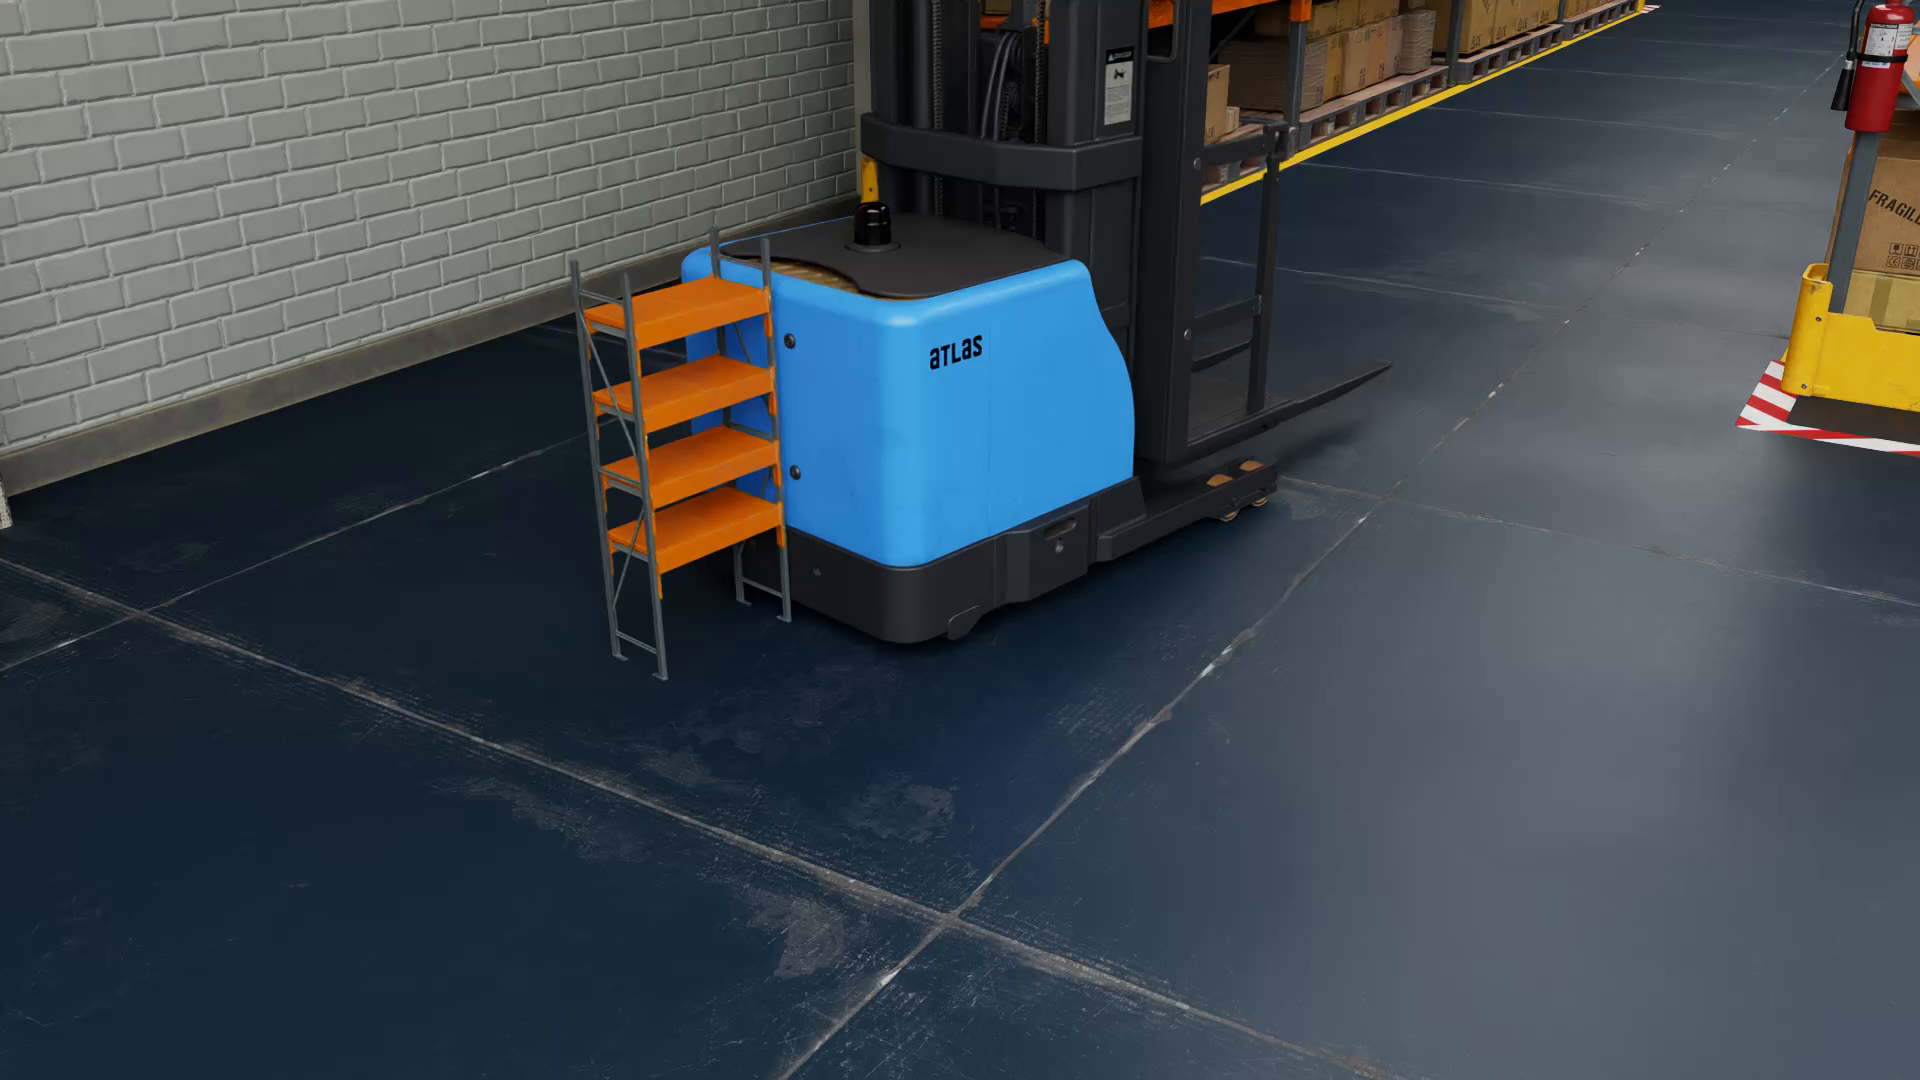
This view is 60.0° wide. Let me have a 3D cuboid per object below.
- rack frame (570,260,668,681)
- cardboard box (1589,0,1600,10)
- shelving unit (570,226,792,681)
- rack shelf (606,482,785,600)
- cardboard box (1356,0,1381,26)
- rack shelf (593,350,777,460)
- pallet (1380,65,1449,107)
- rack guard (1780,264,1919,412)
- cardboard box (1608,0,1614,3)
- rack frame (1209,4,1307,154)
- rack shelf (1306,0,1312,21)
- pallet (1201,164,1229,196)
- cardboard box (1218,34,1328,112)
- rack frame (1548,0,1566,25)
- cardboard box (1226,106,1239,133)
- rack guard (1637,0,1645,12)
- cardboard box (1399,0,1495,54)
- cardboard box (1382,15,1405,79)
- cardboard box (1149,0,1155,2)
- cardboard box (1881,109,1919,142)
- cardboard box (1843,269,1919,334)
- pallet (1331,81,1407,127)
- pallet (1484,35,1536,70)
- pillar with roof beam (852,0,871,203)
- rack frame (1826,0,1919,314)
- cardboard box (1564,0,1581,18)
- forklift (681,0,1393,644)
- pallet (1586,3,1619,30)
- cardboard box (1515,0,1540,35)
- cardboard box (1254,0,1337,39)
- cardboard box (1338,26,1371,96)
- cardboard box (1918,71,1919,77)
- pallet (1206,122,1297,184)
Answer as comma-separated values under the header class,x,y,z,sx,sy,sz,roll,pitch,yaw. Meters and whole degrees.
class,x,y,z,sx,sy,sz,roll,pitch,yaw
rack frame,-0.947,-0.172,4.638,0.240,1.200,0.015,20,31,38
cardboard box,7.306,-6.672,20.005,0.700,0.500,0.500,15,27,30
shelving unit,-0.784,-0.249,4.803,0.258,1.200,0.503,20,31,38
rack shelf,-0.781,-0.006,4.912,0.258,0.148,0.480,20,31,38
cardboard box,3.218,-4.495,14.007,0.500,0.250,0.500,14,27,29
rack shelf,-0.786,-0.391,4.739,0.258,0.148,0.480,20,31,38
pallet,3.761,-4.161,15.096,1.003,0.211,1.213,14,27,29
rack guard,4.152,-0.812,6.996,1.175,0.500,0.348,14,27,29
cardboard box,7.846,-7.024,20.817,0.700,0.500,0.500,14,27,29
rack frame,2.064,-4.354,12.032,1.000,3.000,0.127,14,27,29
rack shelf,3.119,-4.699,13.734,1.077,0.370,4.000,14,27,29
pallet,1.097,-2.427,11.090,1.003,0.211,1.213,14,27,29
cardboard box,2.438,-3.661,13.023,0.700,0.500,0.500,15,28,31
rack frame,6.284,-7.054,18.269,1.000,3.000,0.127,14,27,29
cardboard box,1.808,-3.069,12.076,0.380,0.166,0.250,10,25,22
rack guard,8.407,-7.265,21.903,1.175,0.500,0.348,14,27,29
cardboard box,4.674,-5.131,16.004,0.750,0.750,0.750,13,27,28
cardboard box,3.468,-4.356,14.628,0.700,0.500,0.500,14,27,29
cardboard box,1.017,-3.392,9.972,0.500,0.250,0.500,13,27,28
cardboard box,4.710,-1.826,8.181,0.500,0.500,0.500,14,27,29
cardboard box,4.197,-1.141,7.543,0.500,0.250,0.500,14,27,29
pallet,3.116,-3.751,14.149,1.003,0.211,1.213,14,27,29
pallet,5.298,-5.085,17.230,1.003,0.211,1.213,14,27,29
pillar with roof beam,3.246,-5.273,6.602,9.100,9.000,0.400,14,27,29
rack frame,4.165,-1.967,6.519,1.000,3.000,0.127,14,27,29
cardboard box,6.766,-6.331,19.216,0.700,0.500,0.500,14,27,30
forklift,0.510,-1.536,5.608,1.130,2.935,3.031,21,31,39
pallet,7.394,-6.428,20.333,1.003,0.211,1.213,14,27,29
cardboard box,5.585,-5.713,17.349,0.750,0.750,0.750,15,27,31
cardboard box,2.668,-4.154,13.219,0.500,0.250,0.500,13,27,28
cardboard box,2.972,-4.009,13.829,0.700,0.500,0.500,14,27,30
cardboard box,4.422,-2.168,6.856,0.700,0.500,0.500,14,27,29
pallet,1.740,-2.840,12.045,1.003,0.211,1.213,14,27,29
